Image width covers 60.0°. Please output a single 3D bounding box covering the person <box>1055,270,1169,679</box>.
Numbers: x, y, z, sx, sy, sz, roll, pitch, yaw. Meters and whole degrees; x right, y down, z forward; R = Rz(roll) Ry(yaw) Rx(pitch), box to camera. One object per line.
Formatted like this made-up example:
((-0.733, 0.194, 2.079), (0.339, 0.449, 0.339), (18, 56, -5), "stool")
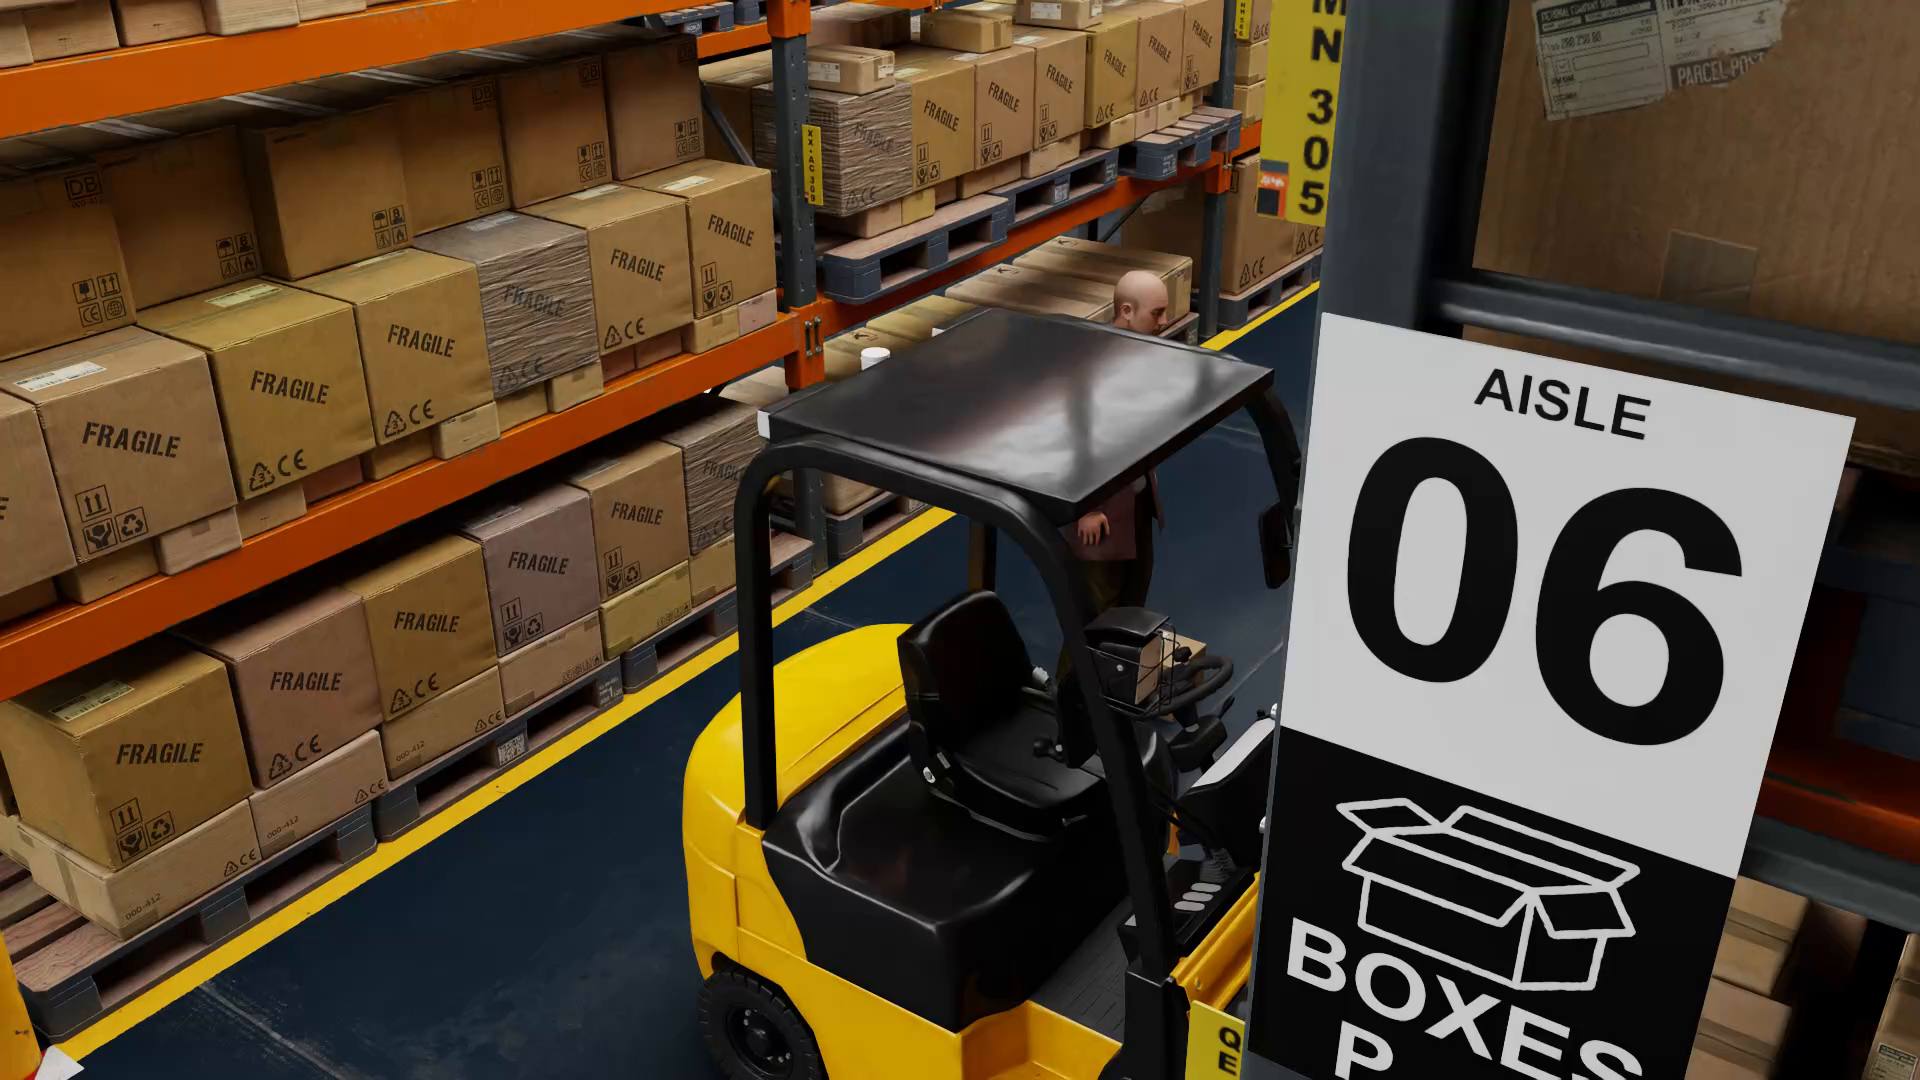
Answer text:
((0.614, -0.200, 6.534), (0.429, 1.772, 0.643), (15, 30, 28), "person")
